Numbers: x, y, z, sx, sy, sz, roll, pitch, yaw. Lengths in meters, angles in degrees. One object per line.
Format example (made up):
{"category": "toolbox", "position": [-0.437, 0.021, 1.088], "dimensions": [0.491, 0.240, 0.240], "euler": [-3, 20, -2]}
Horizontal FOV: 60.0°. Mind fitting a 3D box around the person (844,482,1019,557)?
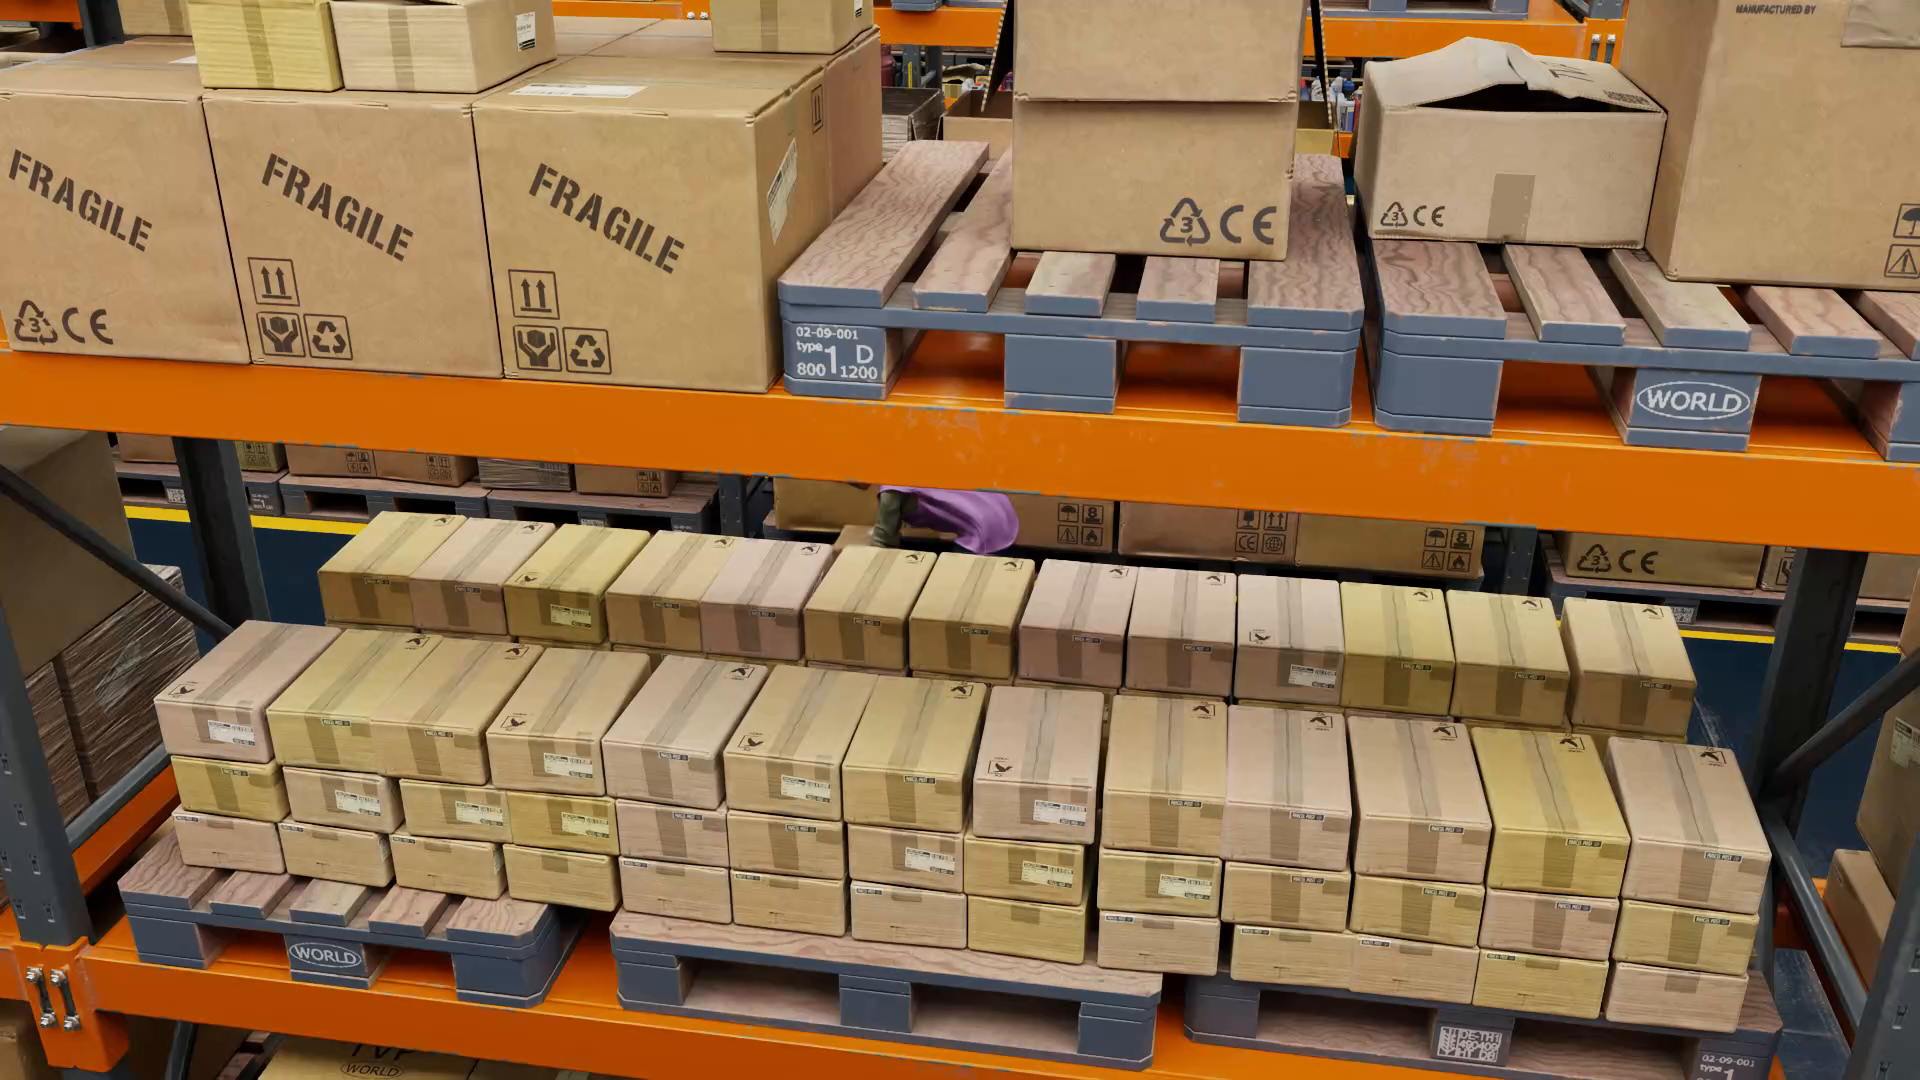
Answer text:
{"category": "person", "position": [-0.151, 0.122, 7.357], "dimensions": [0.826, 1.177, 0.413], "euler": [4, 26, 8]}
